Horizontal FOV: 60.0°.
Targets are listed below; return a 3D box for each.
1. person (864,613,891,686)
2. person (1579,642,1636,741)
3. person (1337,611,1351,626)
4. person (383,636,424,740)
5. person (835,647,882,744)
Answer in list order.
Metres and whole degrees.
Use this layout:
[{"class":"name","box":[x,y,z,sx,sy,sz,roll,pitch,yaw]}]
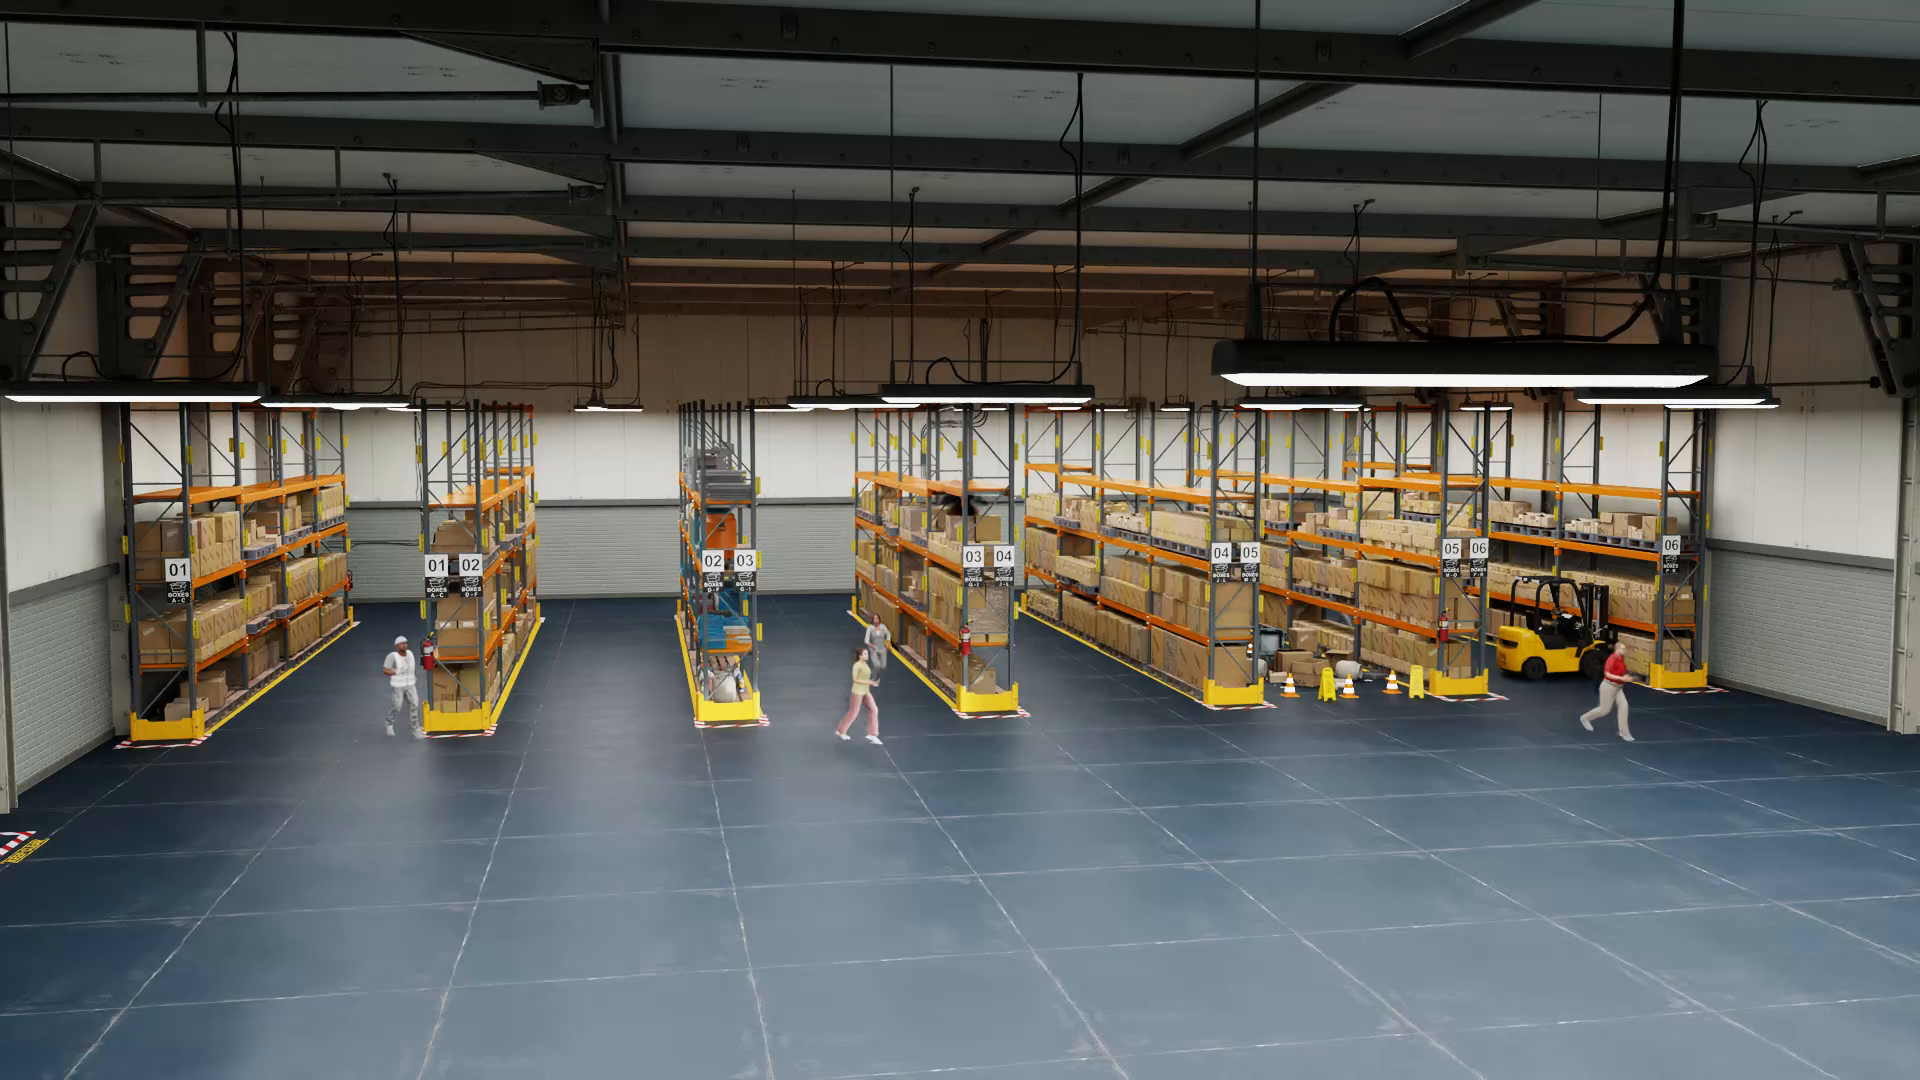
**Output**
[{"class":"person","box":[-1.631,2.202,33.227,0.560,1.478,0.567,-1,4,-14]},{"class":"person","box":[11.498,2.668,29.459,0.997,1.749,0.695,4,6,42]},{"class":"person","box":[10.025,1.573,43.585,0.666,1.775,1.141,-1,4,-10]},{"class":"person","box":[-9.842,2.600,29.325,0.866,1.813,0.687,3,5,38]},{"class":"person","box":[-1.773,2.707,28.998,0.848,1.709,0.536,2,5,24]}]
